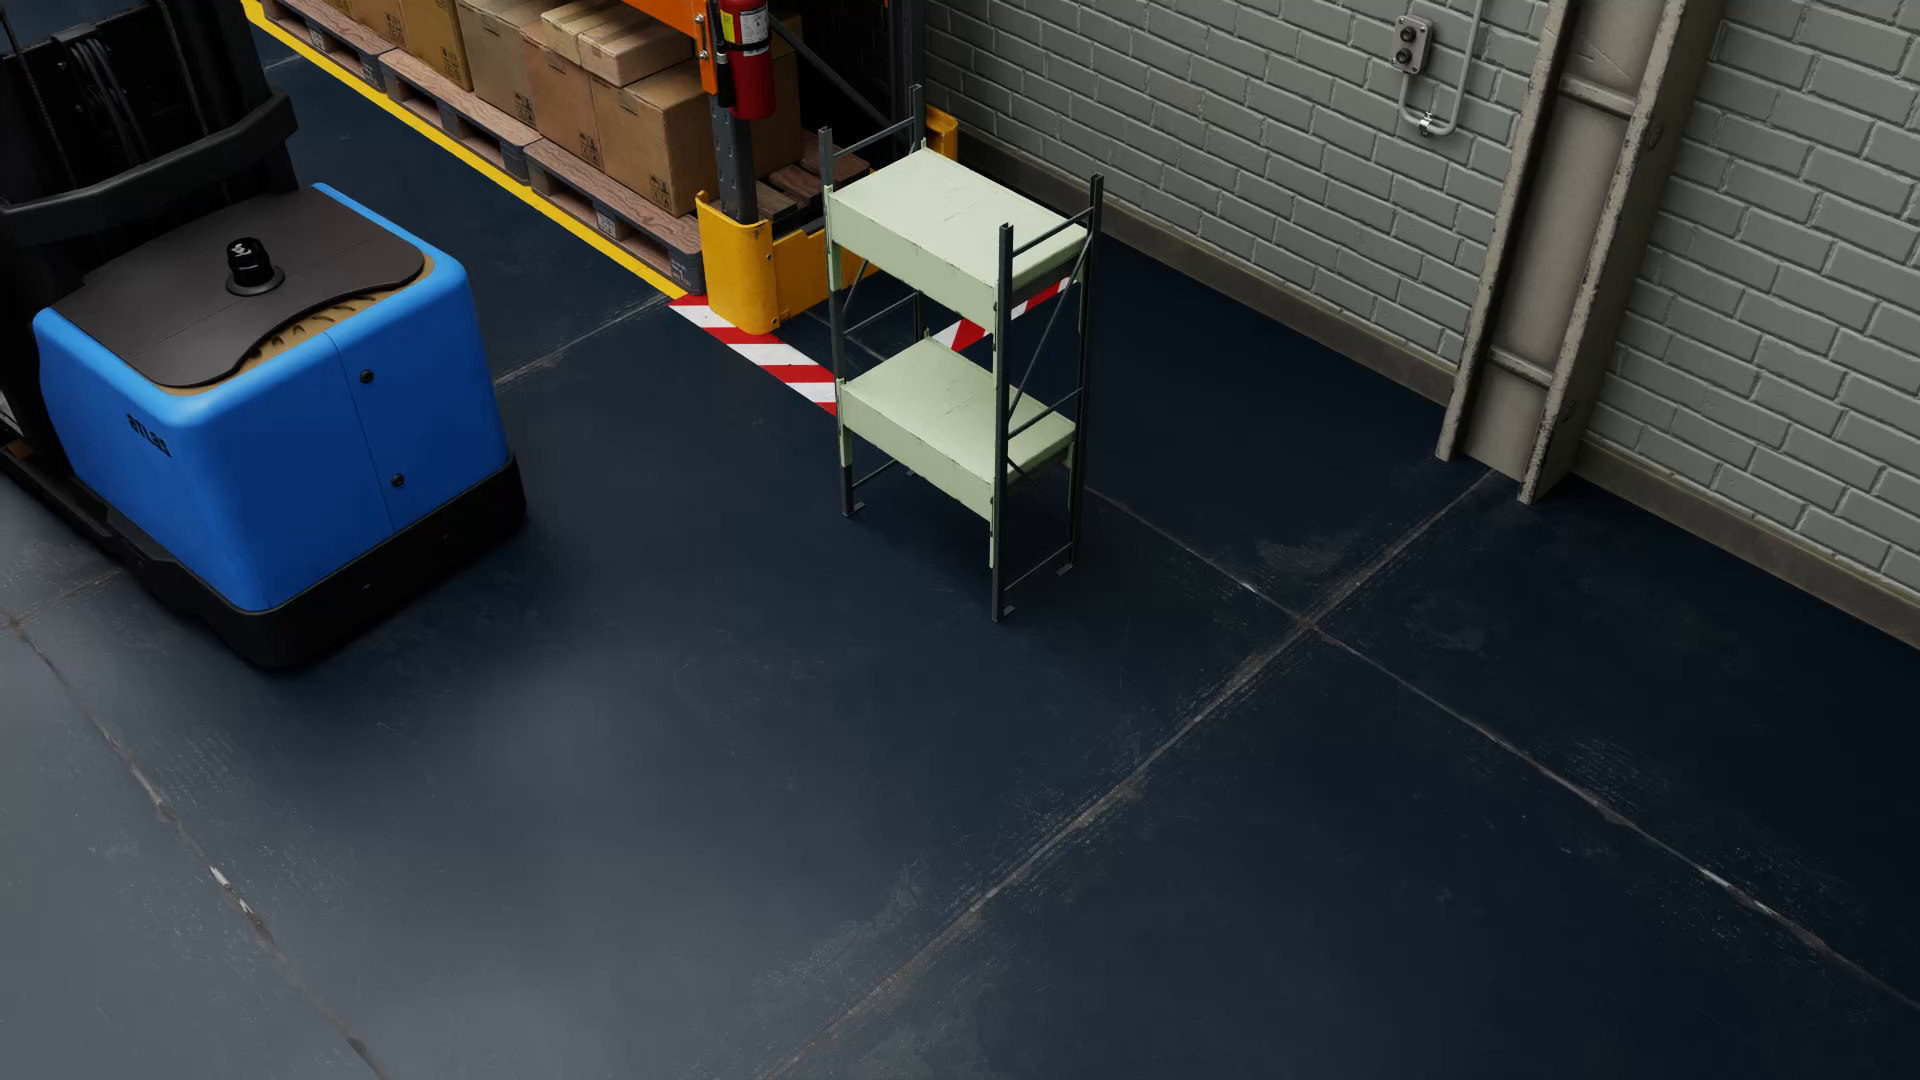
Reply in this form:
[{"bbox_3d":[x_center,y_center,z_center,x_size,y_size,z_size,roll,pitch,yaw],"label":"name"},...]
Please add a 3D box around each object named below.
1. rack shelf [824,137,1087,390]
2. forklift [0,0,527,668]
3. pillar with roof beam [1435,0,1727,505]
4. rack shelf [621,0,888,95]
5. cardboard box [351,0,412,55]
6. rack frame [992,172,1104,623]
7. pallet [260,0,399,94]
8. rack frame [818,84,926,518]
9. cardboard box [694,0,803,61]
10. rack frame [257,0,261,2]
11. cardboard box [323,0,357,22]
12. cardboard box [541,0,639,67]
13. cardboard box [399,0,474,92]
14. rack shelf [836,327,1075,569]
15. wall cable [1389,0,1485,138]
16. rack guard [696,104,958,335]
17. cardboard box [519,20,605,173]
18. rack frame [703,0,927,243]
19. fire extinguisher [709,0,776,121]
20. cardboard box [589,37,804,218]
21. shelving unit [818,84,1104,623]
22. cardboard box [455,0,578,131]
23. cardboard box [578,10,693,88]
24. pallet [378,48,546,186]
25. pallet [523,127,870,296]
[{"bbox_3d":[-0.005,-0.841,4.980,0.431,0.370,0.720,-34,53,-31],"label":"rack shelf"},{"bbox_3d":[-2.953,-1.525,5.241,3.031,2.935,1.130,30,50,28],"label":"forklift"},{"bbox_3d":[-1.064,-1.531,0.776,9.100,9.000,0.400,-34,53,-31],"label":"pillar with roof beam"},{"bbox_3d":[-1.947,-2.971,7.285,1.077,0.370,4.000,-34,53,-31],"label":"rack shelf"},{"bbox_3d":[-2.552,-2.781,8.081,0.500,0.500,0.700,34,52,31],"label":"cardboard box"},{"bbox_3d":[0.254,-0.378,5.054,0.400,1.500,0.023,-34,53,-31],"label":"rack frame"},{"bbox_3d":[-2.878,-2.769,8.591,1.003,0.211,1.213,-34,53,-31],"label":"pallet"},{"bbox_3d":[-0.263,-0.730,5.435,0.400,1.500,0.023,-34,53,-31],"label":"rack frame"},{"bbox_3d":[-0.870,-2.072,6.837,0.380,0.149,0.250,-34,52,-31],"label":"cardboard box"},{"bbox_3d":[-3.360,-4.196,8.080,1.000,3.000,0.127,-34,53,-31],"label":"rack frame"},{"bbox_3d":[-2.904,-3.024,8.344,0.700,0.500,0.500,-33,52,-31],"label":"cardboard box"},{"bbox_3d":[-1.501,-2.133,6.903,0.380,0.149,0.250,-33,52,-30],"label":"cardboard box"},{"bbox_3d":[-2.191,-2.533,7.813,0.700,0.500,0.500,-33,52,-30],"label":"cardboard box"},{"bbox_3d":[-0.005,-0.315,5.466,0.431,0.370,0.720,-34,53,-31],"label":"rack shelf"},{"bbox_3d":[1.039,-2.485,5.480,0.084,1.984,1.851,-34,53,-31],"label":"wall cable"},{"bbox_3d":[-0.518,-1.344,6.836,1.175,0.500,0.348,-34,53,-31],"label":"rack guard"},{"bbox_3d":[-1.453,-2.039,7.279,0.500,0.500,0.700,34,53,31],"label":"cardboard box"},{"bbox_3d":[-0.535,-2.274,6.000,1.000,3.000,0.127,-34,53,-31],"label":"rack frame"},{"bbox_3d":[-0.755,-1.815,5.836,0.296,0.674,0.183,-34,53,-31],"label":"fire extinguisher"},{"bbox_3d":[-1.100,-1.798,7.018,0.700,0.500,0.500,-34,53,-31],"label":"cardboard box"},{"bbox_3d":[-0.005,-0.554,5.244,0.431,1.500,0.755,-34,53,-31],"label":"shelving unit"},{"bbox_3d":[-1.809,-2.280,7.540,0.500,0.500,0.700,32,52,30],"label":"cardboard box"},{"bbox_3d":[-1.320,-2.011,6.771,0.250,0.149,0.380,34,52,31],"label":"cardboard box"},{"bbox_3d":[-2.012,-2.182,7.956,1.003,0.211,1.213,-34,53,-31],"label":"pallet"},{"bbox_3d":[-1.155,-1.596,7.322,1.003,0.211,1.213,-34,53,-31],"label":"pallet"}]
